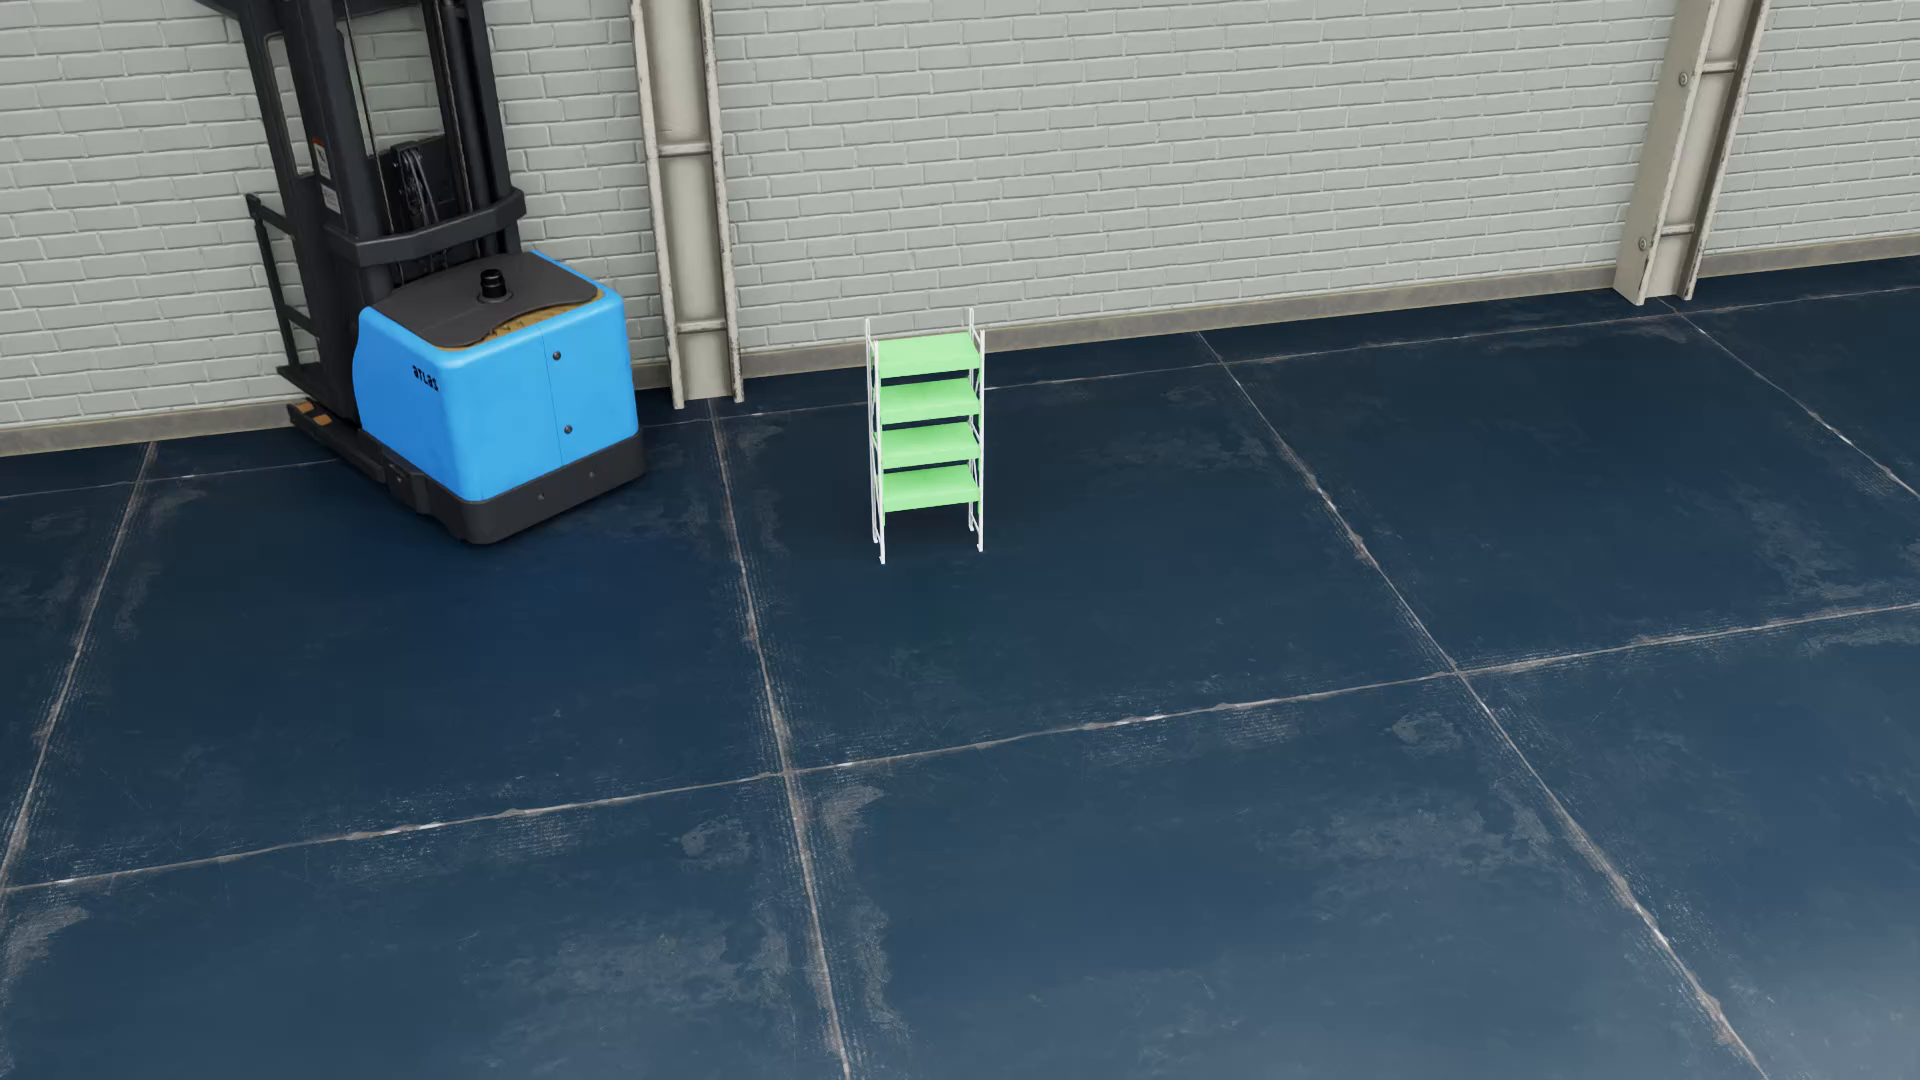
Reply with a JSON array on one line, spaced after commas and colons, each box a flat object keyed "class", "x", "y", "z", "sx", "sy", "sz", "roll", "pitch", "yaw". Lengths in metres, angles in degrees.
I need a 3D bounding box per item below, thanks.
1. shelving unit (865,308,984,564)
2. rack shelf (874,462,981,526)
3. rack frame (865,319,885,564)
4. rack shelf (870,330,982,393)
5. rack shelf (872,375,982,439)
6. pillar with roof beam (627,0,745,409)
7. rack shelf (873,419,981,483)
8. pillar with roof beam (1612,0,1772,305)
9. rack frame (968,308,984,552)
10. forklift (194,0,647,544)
[{"class": "shelving unit", "x": -0.161, "y": -0.478, "z": 7.885, "sx": 0.503, "sy": 1.200, "sz": 0.258, "roll": -7, "pitch": 35, "yaw": -11}, {"class": "rack shelf", "x": -0.161, "y": -0.226, "z": 8.055, "sx": 0.480, "sy": 0.148, "sz": 0.258, "roll": -7, "pitch": 35, "yaw": -11}, {"class": "rack frame", "x": -0.399, "y": -0.448, "z": 7.841, "sx": 0.015, "sy": 1.200, "sz": 0.240, "roll": -7, "pitch": 35, "yaw": -11}, {"class": "rack shelf", "x": -0.161, "y": -0.823, "z": 7.653, "sx": 0.480, "sy": 0.148, "sz": 0.258, "roll": -7, "pitch": 35, "yaw": -11}, {"class": "rack shelf", "x": -0.161, "y": -0.624, "z": 7.787, "sx": 0.480, "sy": 0.148, "sz": 0.258, "roll": -7, "pitch": 35, "yaw": -11}, {"class": "pillar with roof beam", "x": -0.498, "y": -2.241, "z": 3.513, "sx": 0.400, "sy": 9.000, "sz": 9.100, "roll": -7, "pitch": 35, "yaw": -11}, {"class": "rack shelf", "x": -0.161, "y": -0.425, "z": 7.921, "sx": 0.480, "sy": 0.148, "sz": 0.258, "roll": -7, "pitch": 35, "yaw": -11}, {"class": "pillar with roof beam", "x": 5.354, "y": -2.978, "z": 4.612, "sx": 0.400, "sy": 9.000, "sz": 9.100, "roll": -7, "pitch": 35, "yaw": -11}, {"class": "rack frame", "x": 0.077, "y": -0.508, "z": 7.930, "sx": 0.015, "sy": 1.200, "sz": 0.240, "roll": -7, "pitch": 35, "yaw": -11}, {"class": "forklift", "x": -3.034, "y": -1.912, "z": 8.469, "sx": 3.031, "sy": 2.935, "sz": 1.130, "roll": 29, "pitch": 43, "yaw": 36}]
